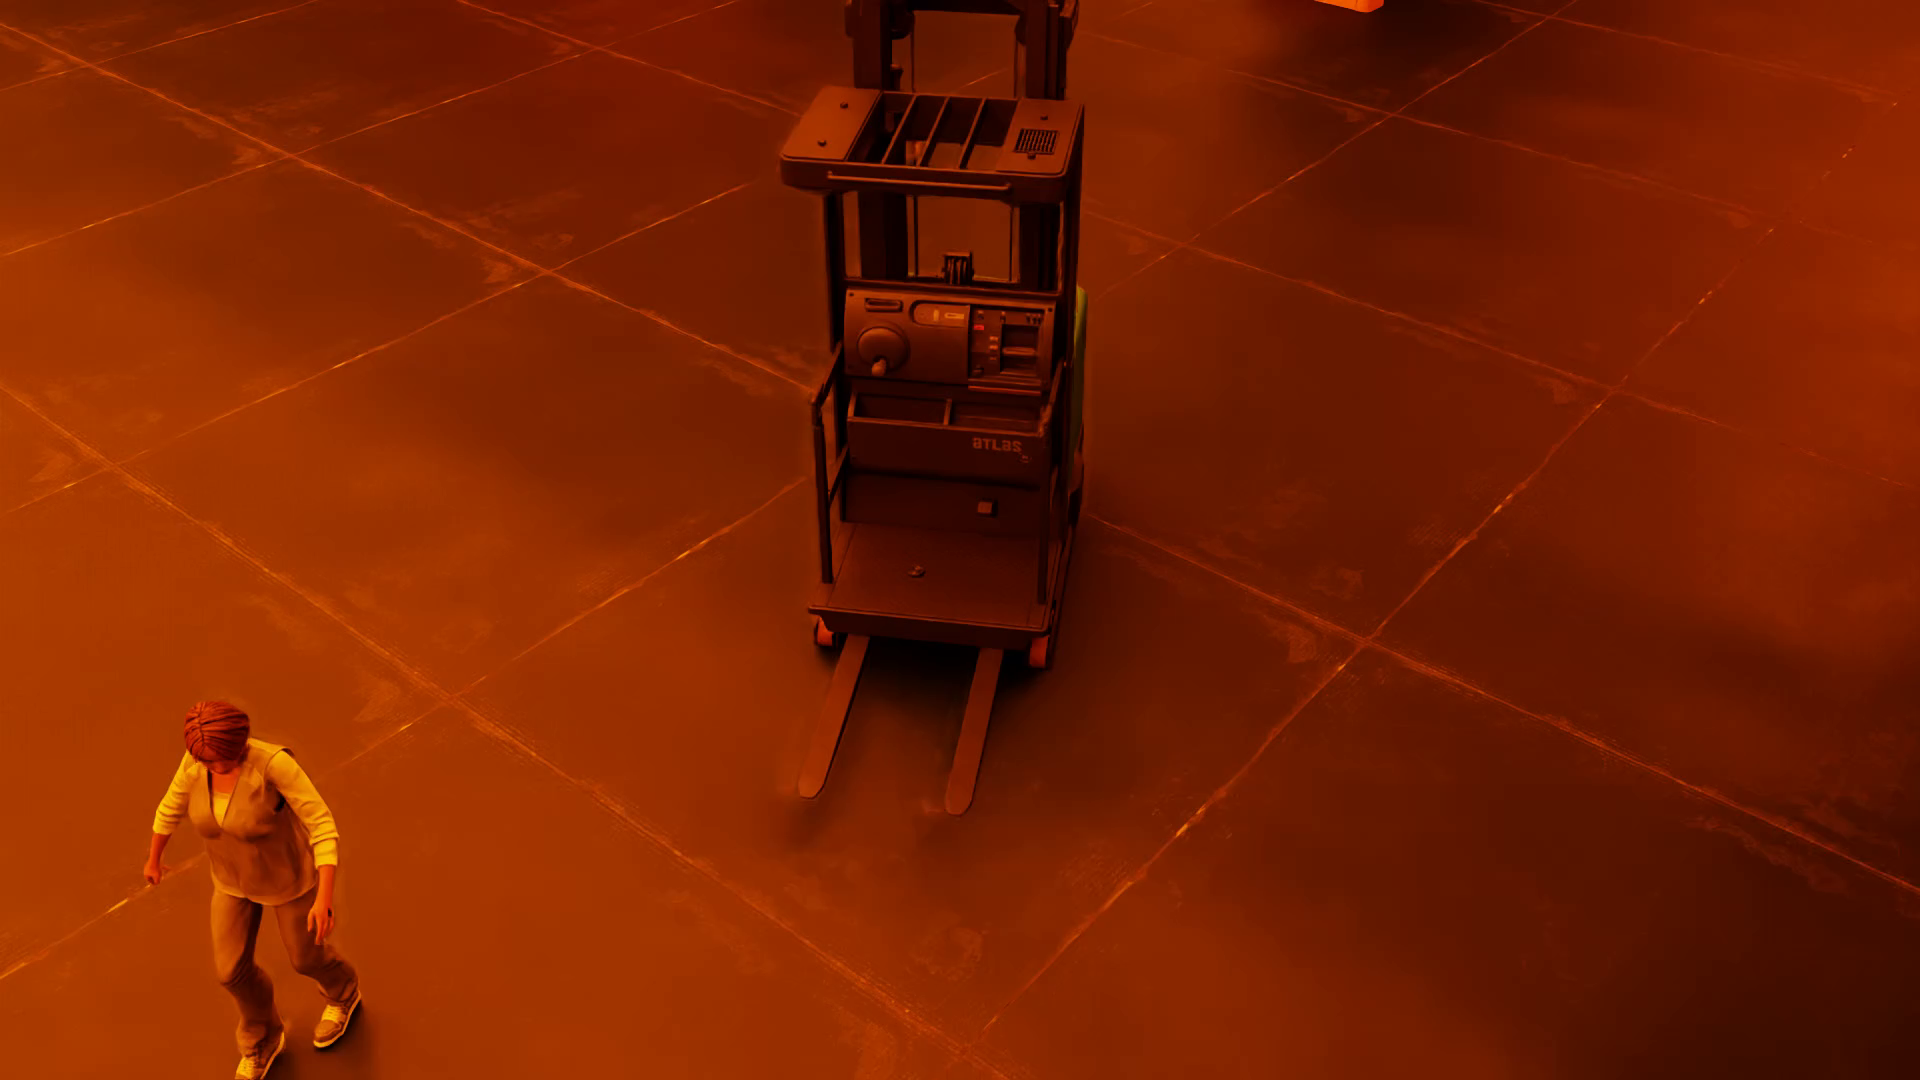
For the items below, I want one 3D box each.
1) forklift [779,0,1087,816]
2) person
[{"bbox_3d":[-0.080,-0.818,7.141,1.130,2.935,3.031,5,36,7],"label":"forklift"},{"bbox_3d":[-2.356,1.198,5.565,0.835,1.607,0.526,7,37,9],"label":"person"}]
